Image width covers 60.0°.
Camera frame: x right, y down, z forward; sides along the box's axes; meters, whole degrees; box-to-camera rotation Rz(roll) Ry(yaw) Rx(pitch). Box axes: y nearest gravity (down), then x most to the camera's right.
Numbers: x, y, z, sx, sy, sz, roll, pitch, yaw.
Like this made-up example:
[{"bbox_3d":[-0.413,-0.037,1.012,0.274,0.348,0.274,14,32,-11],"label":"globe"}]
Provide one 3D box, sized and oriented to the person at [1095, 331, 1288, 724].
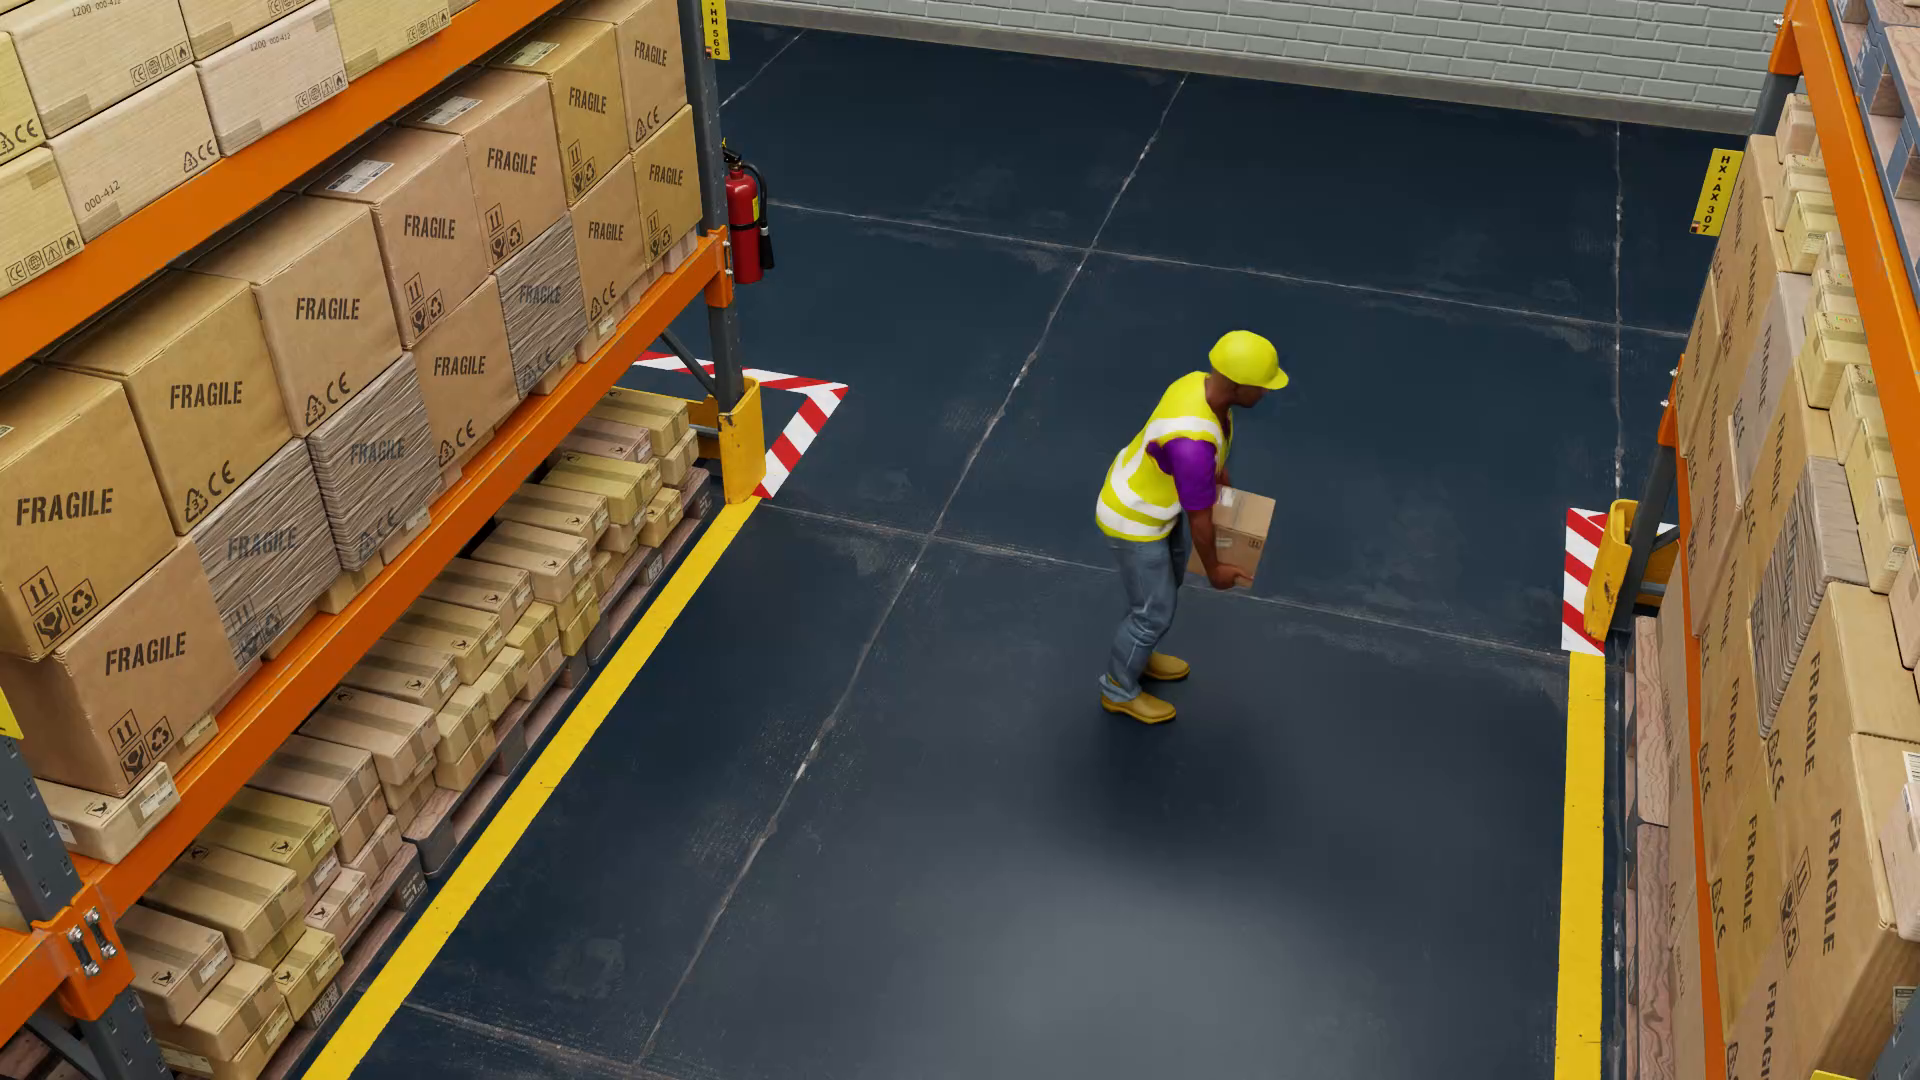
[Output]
[{"bbox_3d":[0.837,-0.062,6.272,0.636,1.693,0.488,10,38,13],"label":"person"}]
